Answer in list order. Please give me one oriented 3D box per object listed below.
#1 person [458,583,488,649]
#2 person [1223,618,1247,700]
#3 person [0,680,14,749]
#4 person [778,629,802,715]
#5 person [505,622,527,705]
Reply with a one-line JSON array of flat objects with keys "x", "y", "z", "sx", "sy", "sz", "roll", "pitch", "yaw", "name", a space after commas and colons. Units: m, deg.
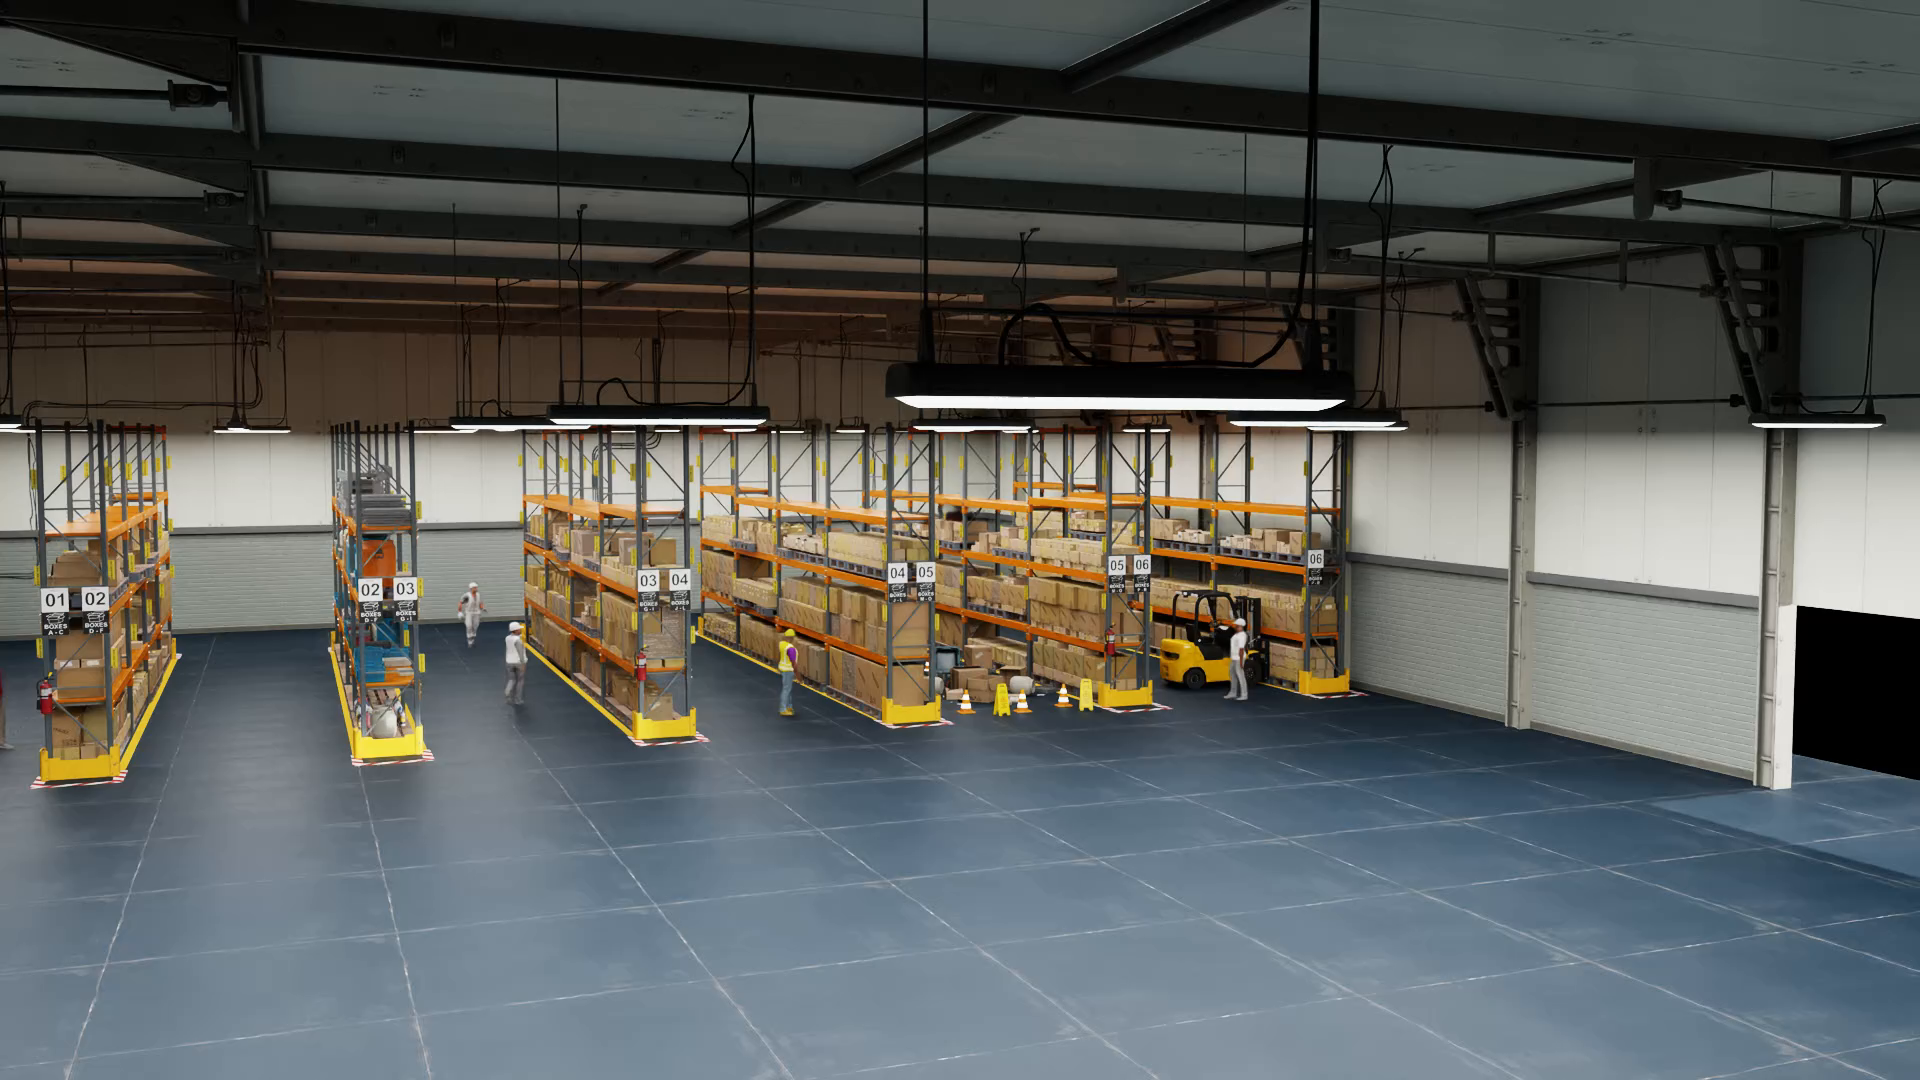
[{"x": -13.258, "y": 2.060, "z": 45.244, "sx": 0.759, "sy": 1.812, "sz": 0.877, "roll": -1, "pitch": 4, "yaw": -22, "name": "person"}, {"x": 5.982, "y": 2.577, "z": 36.068, "sx": 0.430, "sy": 1.782, "sz": 0.763, "roll": -1, "pitch": 4, "yaw": -12, "name": "person"}, {"x": -17.588, "y": 2.978, "z": 30.242, "sx": 0.445, "sy": 1.729, "sz": 0.578, "roll": 0, "pitch": 4, "yaw": 6, "name": "person"}, {"x": -3.529, "y": 2.720, "z": 34.202, "sx": 0.483, "sy": 1.804, "sz": 0.690, "roll": -1, "pitch": 4, "yaw": -17, "name": "person"}, {"x": -9.458, "y": 2.618, "z": 35.295, "sx": 0.525, "sy": 1.766, "sz": 0.524, "roll": 1, "pitch": 4, "yaw": 13, "name": "person"}]
